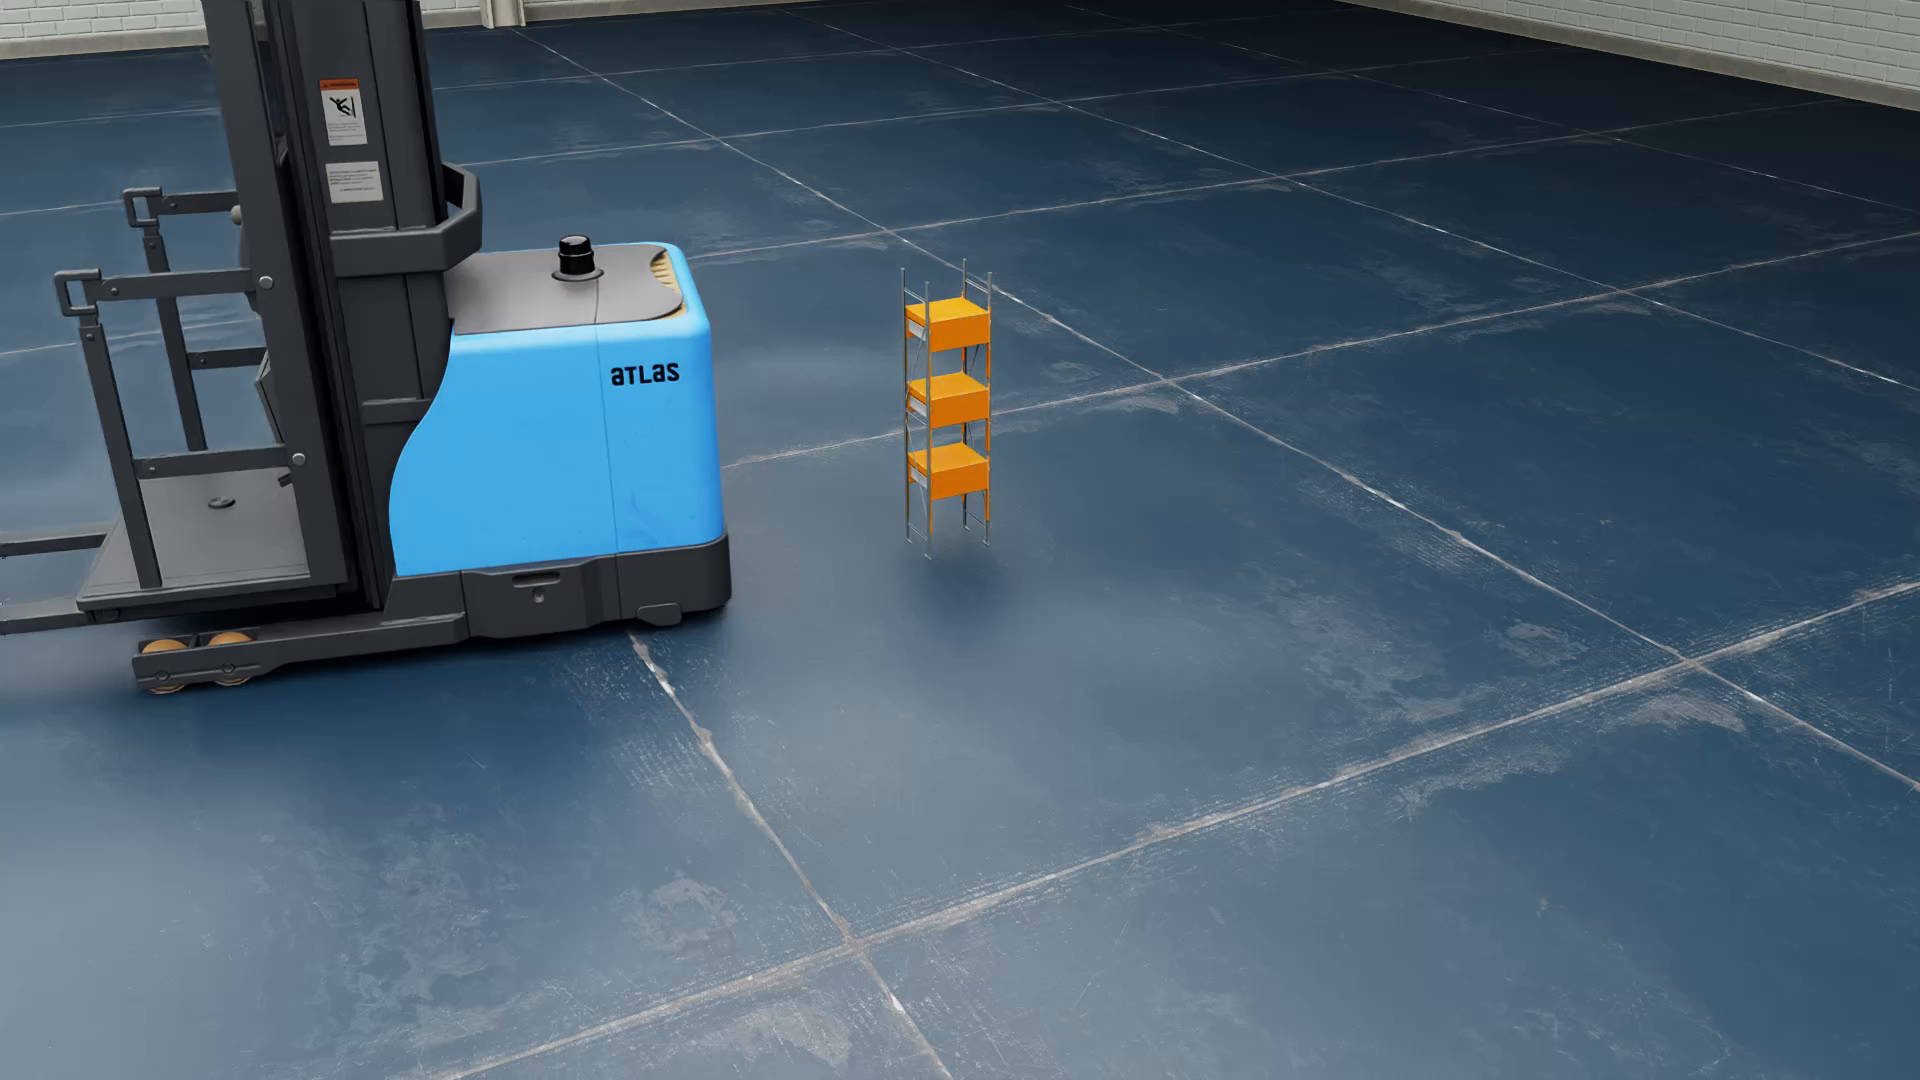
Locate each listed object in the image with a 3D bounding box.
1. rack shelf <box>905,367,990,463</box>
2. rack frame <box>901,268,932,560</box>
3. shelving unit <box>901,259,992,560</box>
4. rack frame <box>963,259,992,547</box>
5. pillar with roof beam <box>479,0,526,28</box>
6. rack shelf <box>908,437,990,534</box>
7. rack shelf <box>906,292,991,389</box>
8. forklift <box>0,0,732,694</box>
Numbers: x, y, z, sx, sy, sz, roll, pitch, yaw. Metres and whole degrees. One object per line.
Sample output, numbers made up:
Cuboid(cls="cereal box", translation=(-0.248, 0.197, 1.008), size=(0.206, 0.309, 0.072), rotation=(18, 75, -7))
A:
Cuboid(cls="rack shelf", translation=(-0.047, -0.453, 6.005), size=(0.240, 0.259, 0.215), rotation=(-13, 29, -25))
Cuboid(cls="rack frame", translation=(-0.155, -0.438, 5.948), size=(0.008, 1.050, 0.200), rotation=(-13, 29, -25))
Cuboid(cls="shelving unit", translation=(-0.047, -0.462, 6.000), size=(0.252, 1.050, 0.215), rotation=(-13, 29, -25))
Cuboid(cls="rack frame", translation=(0.060, -0.487, 6.052), size=(0.008, 1.050, 0.200), rotation=(-13, 29, -25))
Cuboid(cls="pillar with roof beam", translation=(-2.802, -7.865, 12.235), size=(0.400, 9.000, 9.100), rotation=(-13, 29, -25))
Cuboid(cls="rack shelf", translation=(-0.047, -0.202, 6.125), size=(0.240, 0.259, 0.215), rotation=(-13, 29, -25))
Cuboid(cls="rack shelf", translation=(-0.047, -0.709, 5.882), size=(0.240, 0.259, 0.215), rotation=(-13, 29, -25))
Cuboid(cls="forklift", translation=(-2.354, -1.090, 5.135), size=(3.031, 2.935, 1.130), rotation=(-6, 26, -13))
